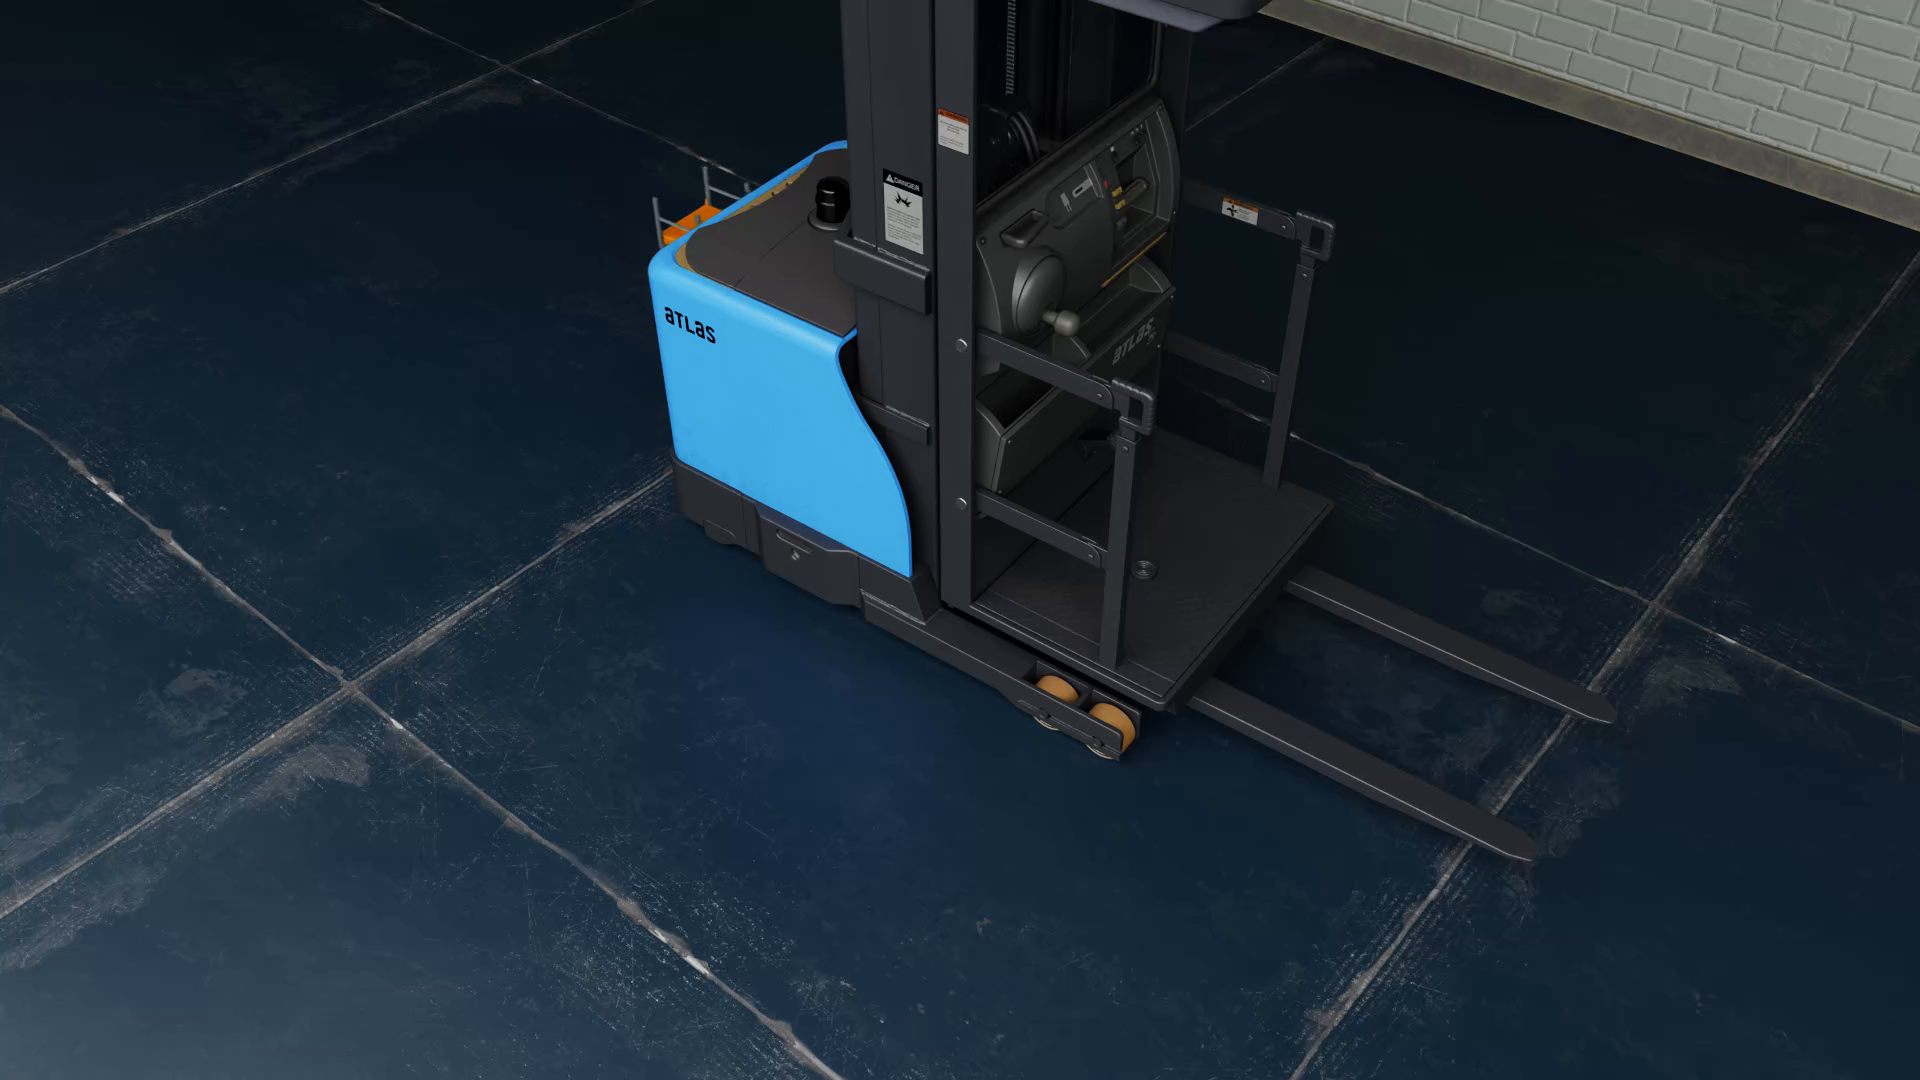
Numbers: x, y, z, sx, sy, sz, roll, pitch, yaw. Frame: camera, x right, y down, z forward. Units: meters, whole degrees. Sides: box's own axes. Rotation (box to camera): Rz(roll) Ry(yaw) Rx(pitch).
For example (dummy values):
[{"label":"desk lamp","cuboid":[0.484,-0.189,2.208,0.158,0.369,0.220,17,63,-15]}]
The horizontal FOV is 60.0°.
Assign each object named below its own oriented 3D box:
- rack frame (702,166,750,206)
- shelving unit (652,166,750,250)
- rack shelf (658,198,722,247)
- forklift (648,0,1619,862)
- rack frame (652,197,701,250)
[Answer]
[{"label":"rack frame","cuboid":[-0.779,-0.824,5.875,0.200,1.050,0.008,25,48,25]},{"label":"shelving unit","cuboid":[-0.849,-0.757,5.802,0.215,1.050,0.252,25,48,25]},{"label":"rack shelf","cuboid":[-0.849,-0.959,5.618,0.215,0.259,0.240,25,48,25]},{"label":"forklift","cuboid":[0.510,-0.835,4.490,3.031,2.935,1.130,26,48,26]},{"label":"rack frame","cuboid":[-0.919,-0.690,5.728,0.200,1.050,0.008,25,48,25]}]
